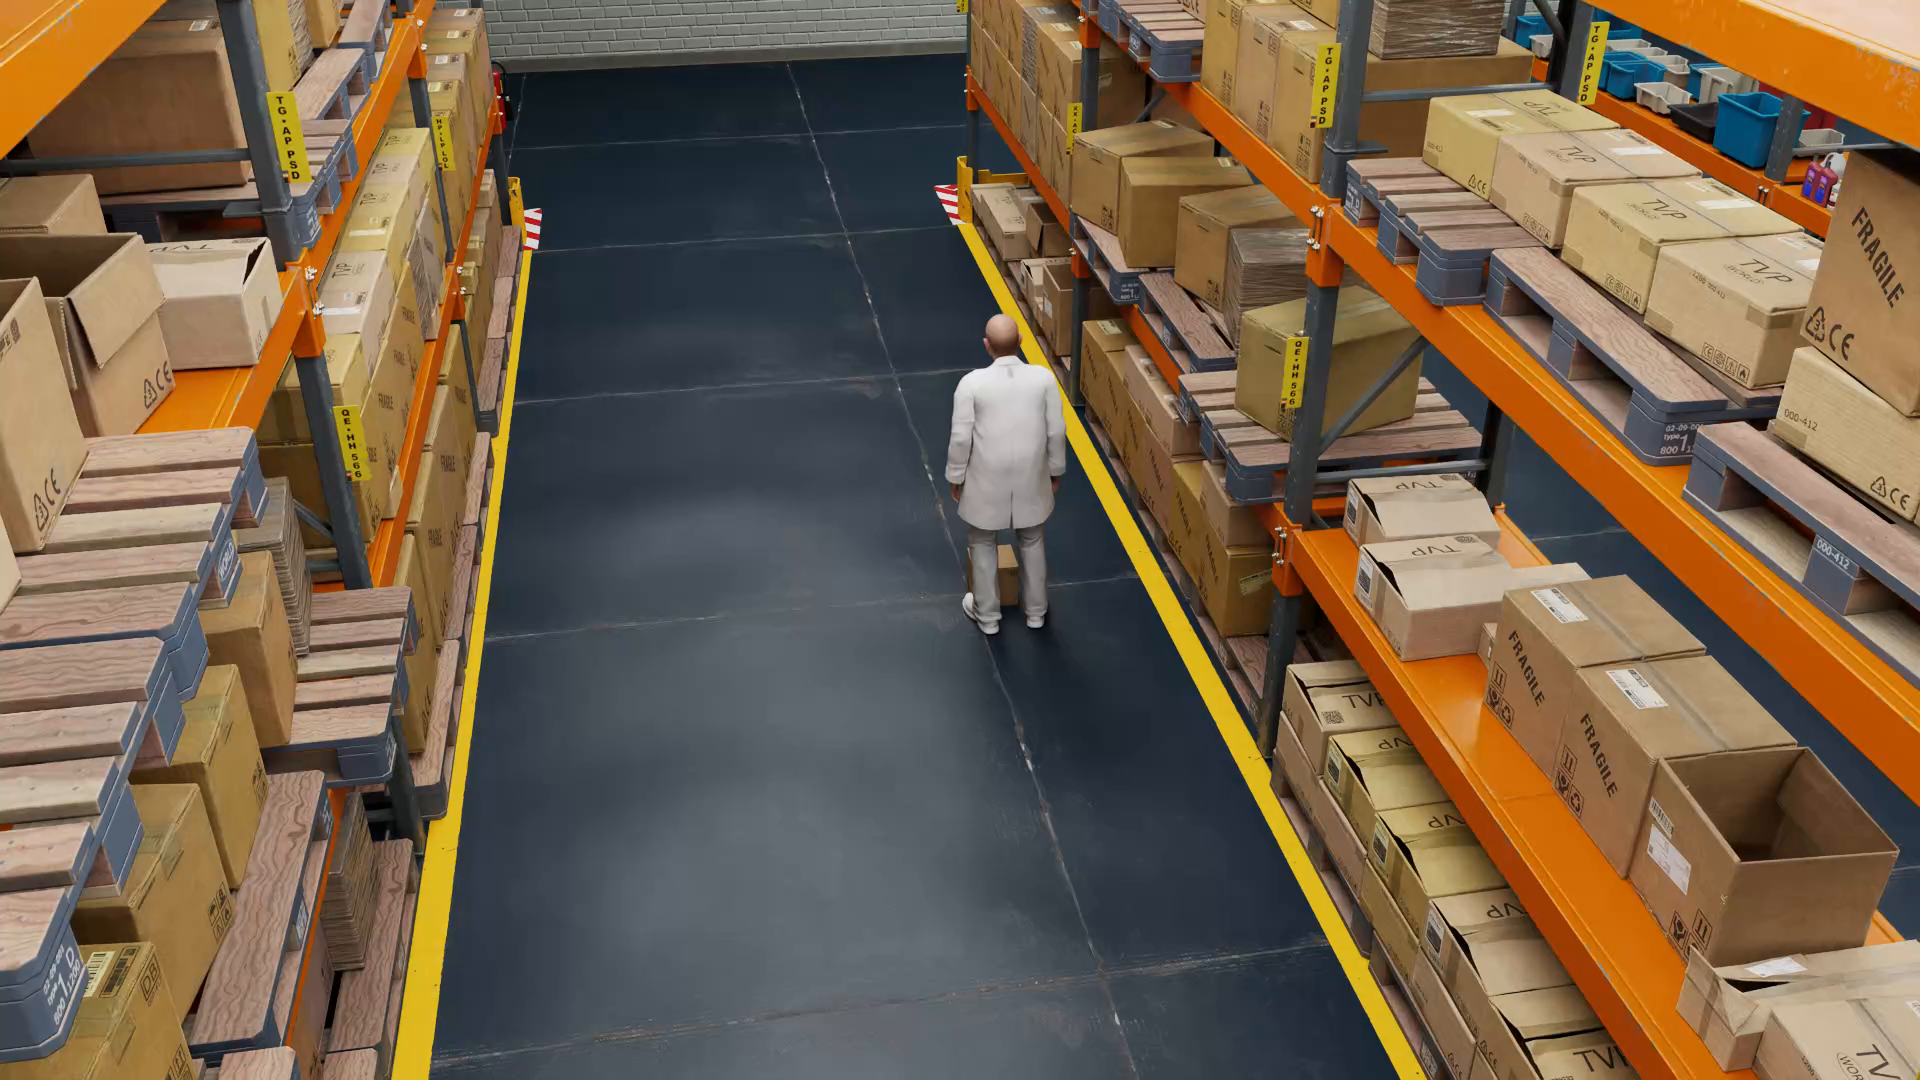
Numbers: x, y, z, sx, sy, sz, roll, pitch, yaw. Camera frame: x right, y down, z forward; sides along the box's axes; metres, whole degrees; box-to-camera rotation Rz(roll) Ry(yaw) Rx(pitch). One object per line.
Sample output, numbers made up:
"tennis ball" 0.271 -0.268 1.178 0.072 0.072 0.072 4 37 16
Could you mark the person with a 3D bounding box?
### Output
"person" 0.242 -0.335 8.732 0.643 1.773 0.427 -5 31 -9
